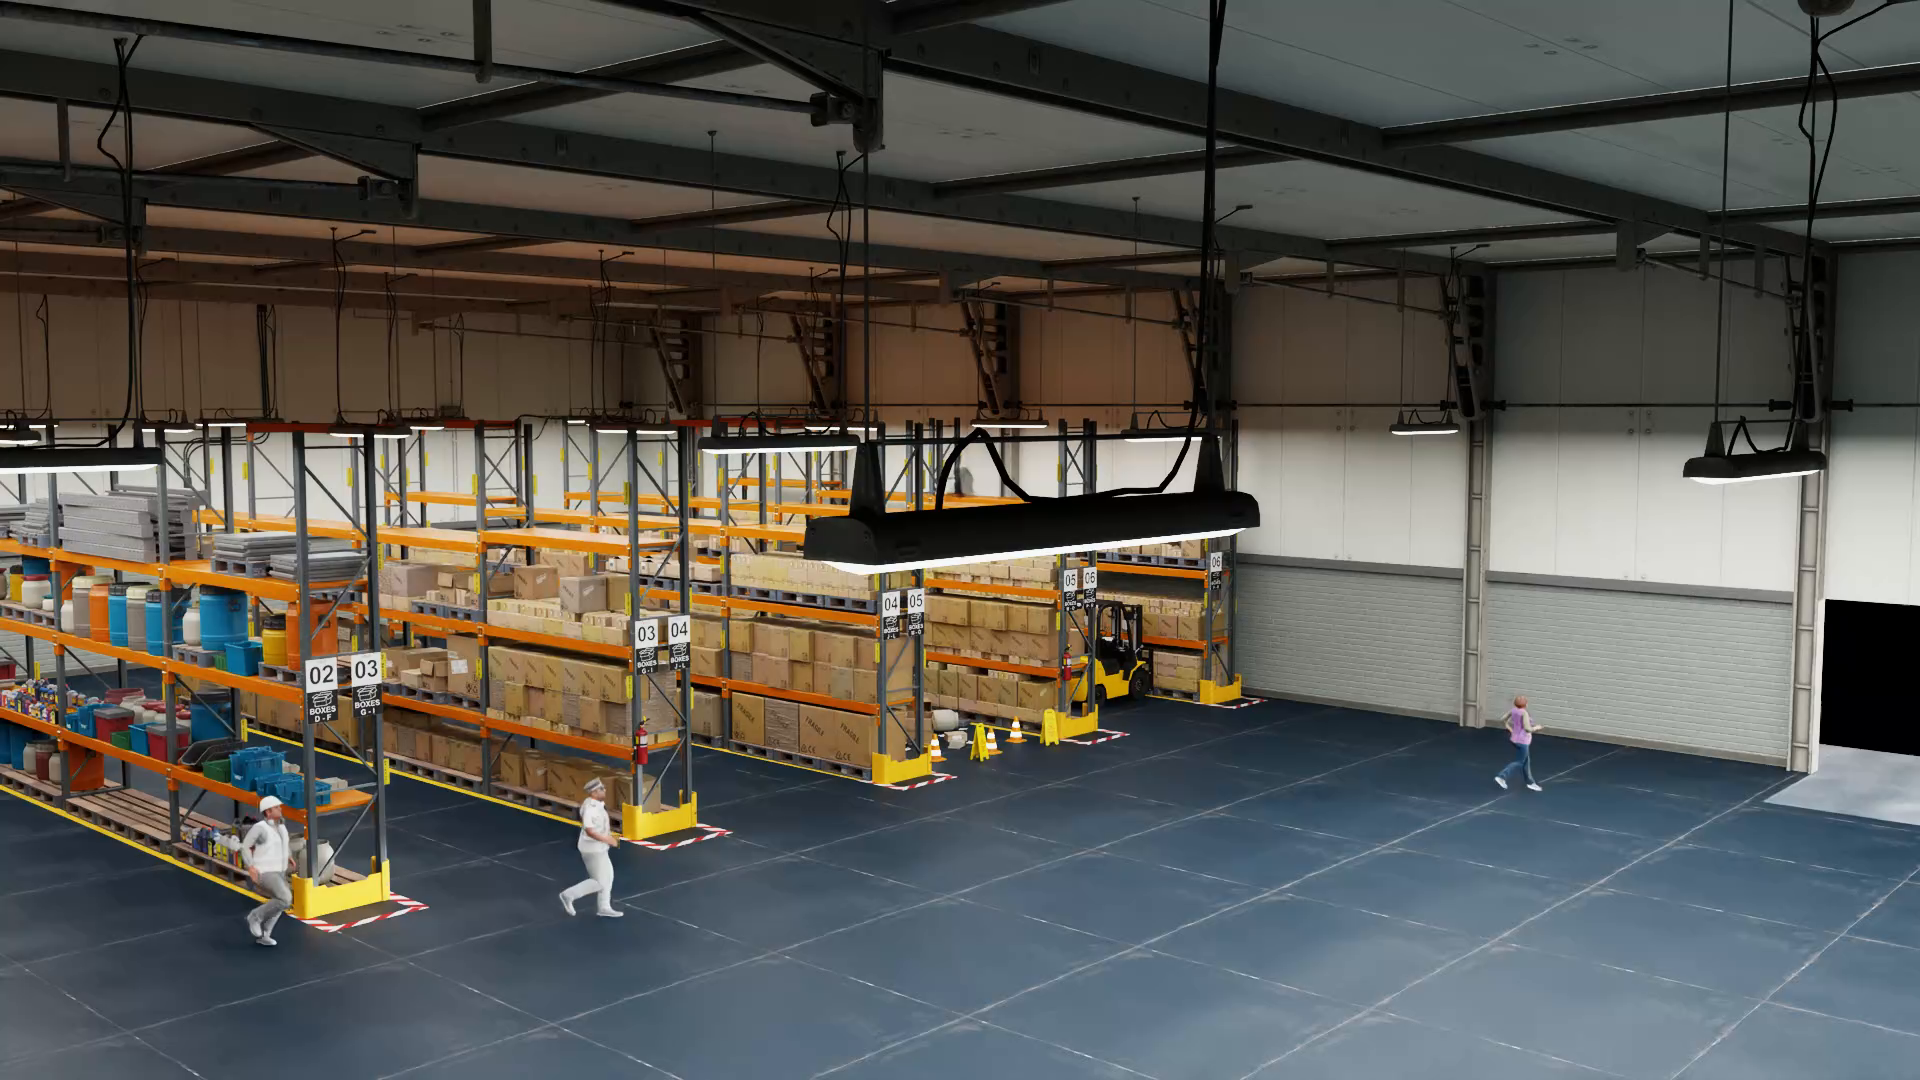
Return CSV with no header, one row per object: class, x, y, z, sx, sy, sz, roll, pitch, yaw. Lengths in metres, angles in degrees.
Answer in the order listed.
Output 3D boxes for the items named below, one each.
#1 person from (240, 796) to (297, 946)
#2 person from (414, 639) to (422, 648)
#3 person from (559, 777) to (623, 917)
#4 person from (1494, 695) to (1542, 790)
person,-8.063,3.879,19.606,0.534,1.700,0.684,1,5,11
person,-10.629,2.801,32.627,0.668,1.724,0.707,4,6,38
person,-4.555,3.795,20.463,0.782,1.780,0.668,-1,5,-16
person,9.093,3.305,27.019,0.878,1.596,0.537,-1,5,-10
